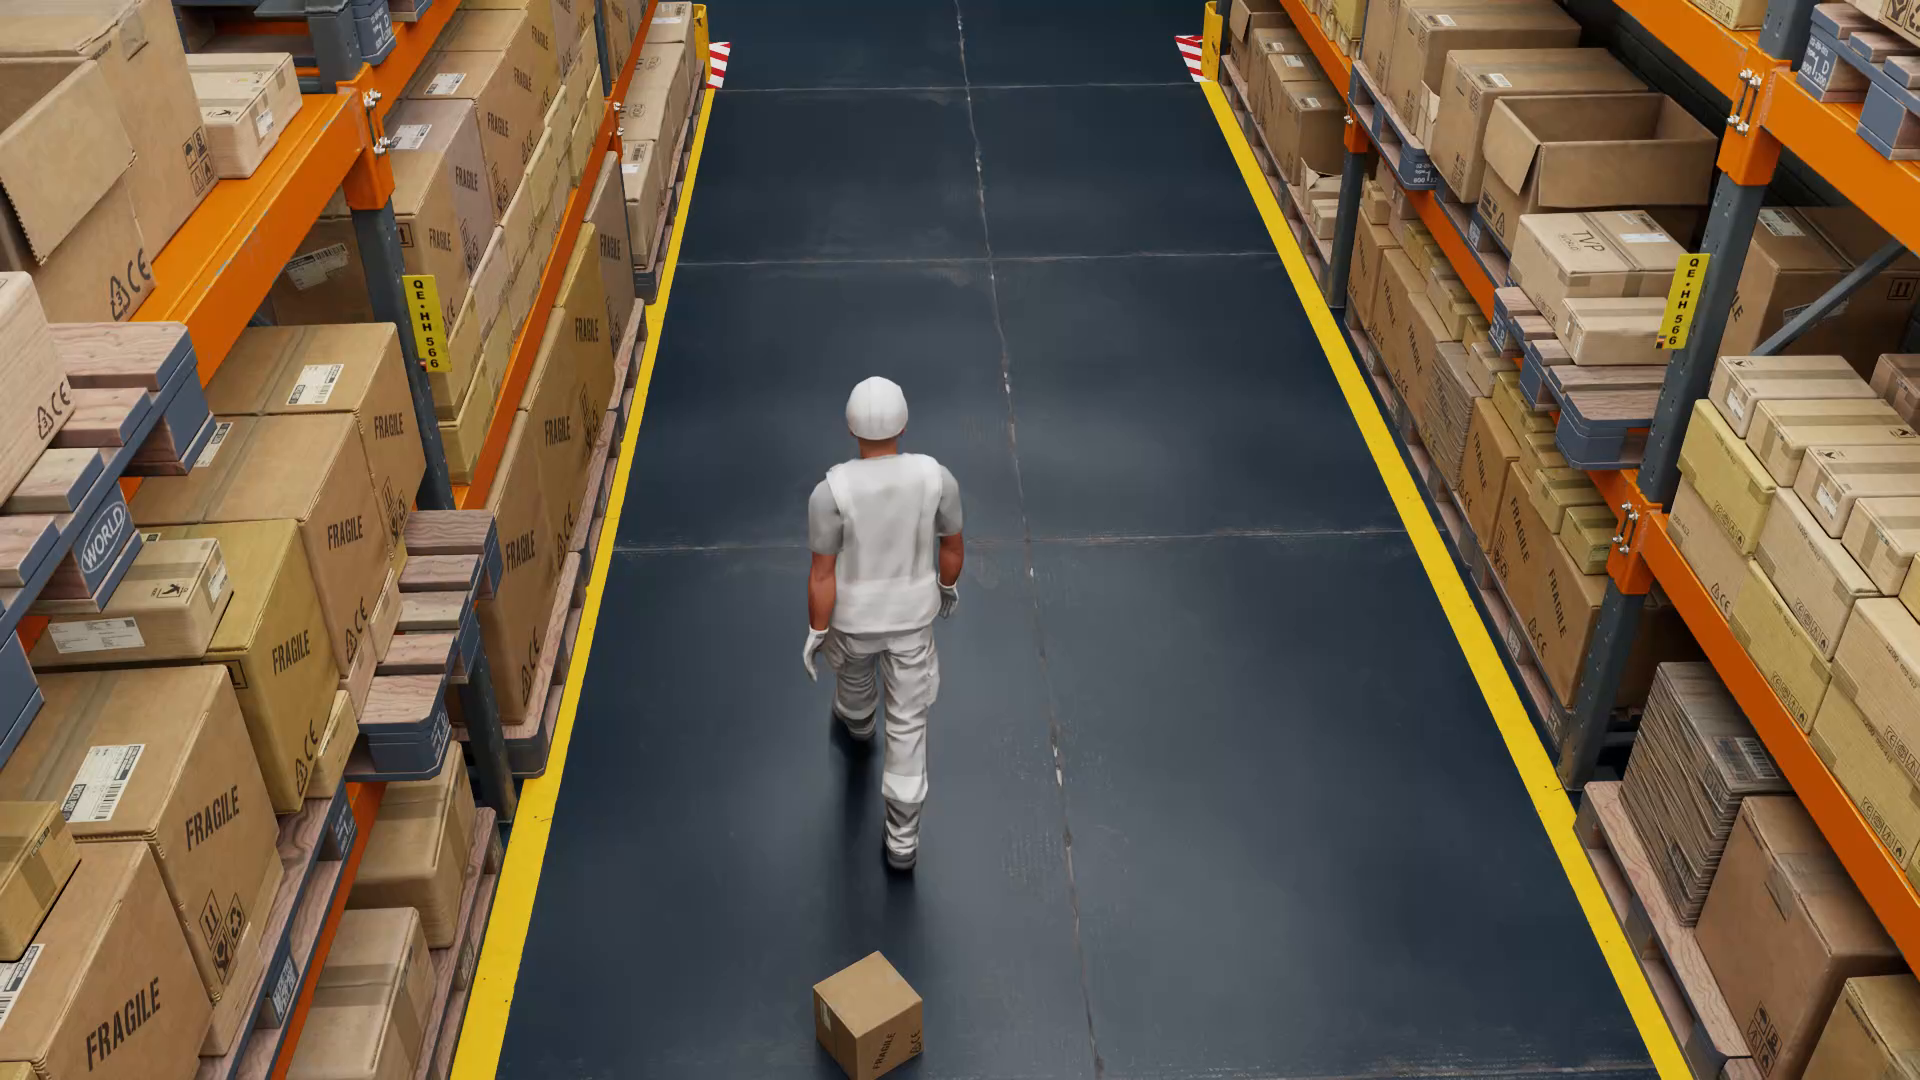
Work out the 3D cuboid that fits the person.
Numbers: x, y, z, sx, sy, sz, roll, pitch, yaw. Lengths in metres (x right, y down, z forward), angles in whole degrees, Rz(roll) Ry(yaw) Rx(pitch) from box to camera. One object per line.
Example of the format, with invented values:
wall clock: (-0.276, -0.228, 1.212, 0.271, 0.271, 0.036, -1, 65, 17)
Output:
person: (-0.272, 0.197, 5.827, 0.579, 1.722, 1.001, -4, 35, -5)
